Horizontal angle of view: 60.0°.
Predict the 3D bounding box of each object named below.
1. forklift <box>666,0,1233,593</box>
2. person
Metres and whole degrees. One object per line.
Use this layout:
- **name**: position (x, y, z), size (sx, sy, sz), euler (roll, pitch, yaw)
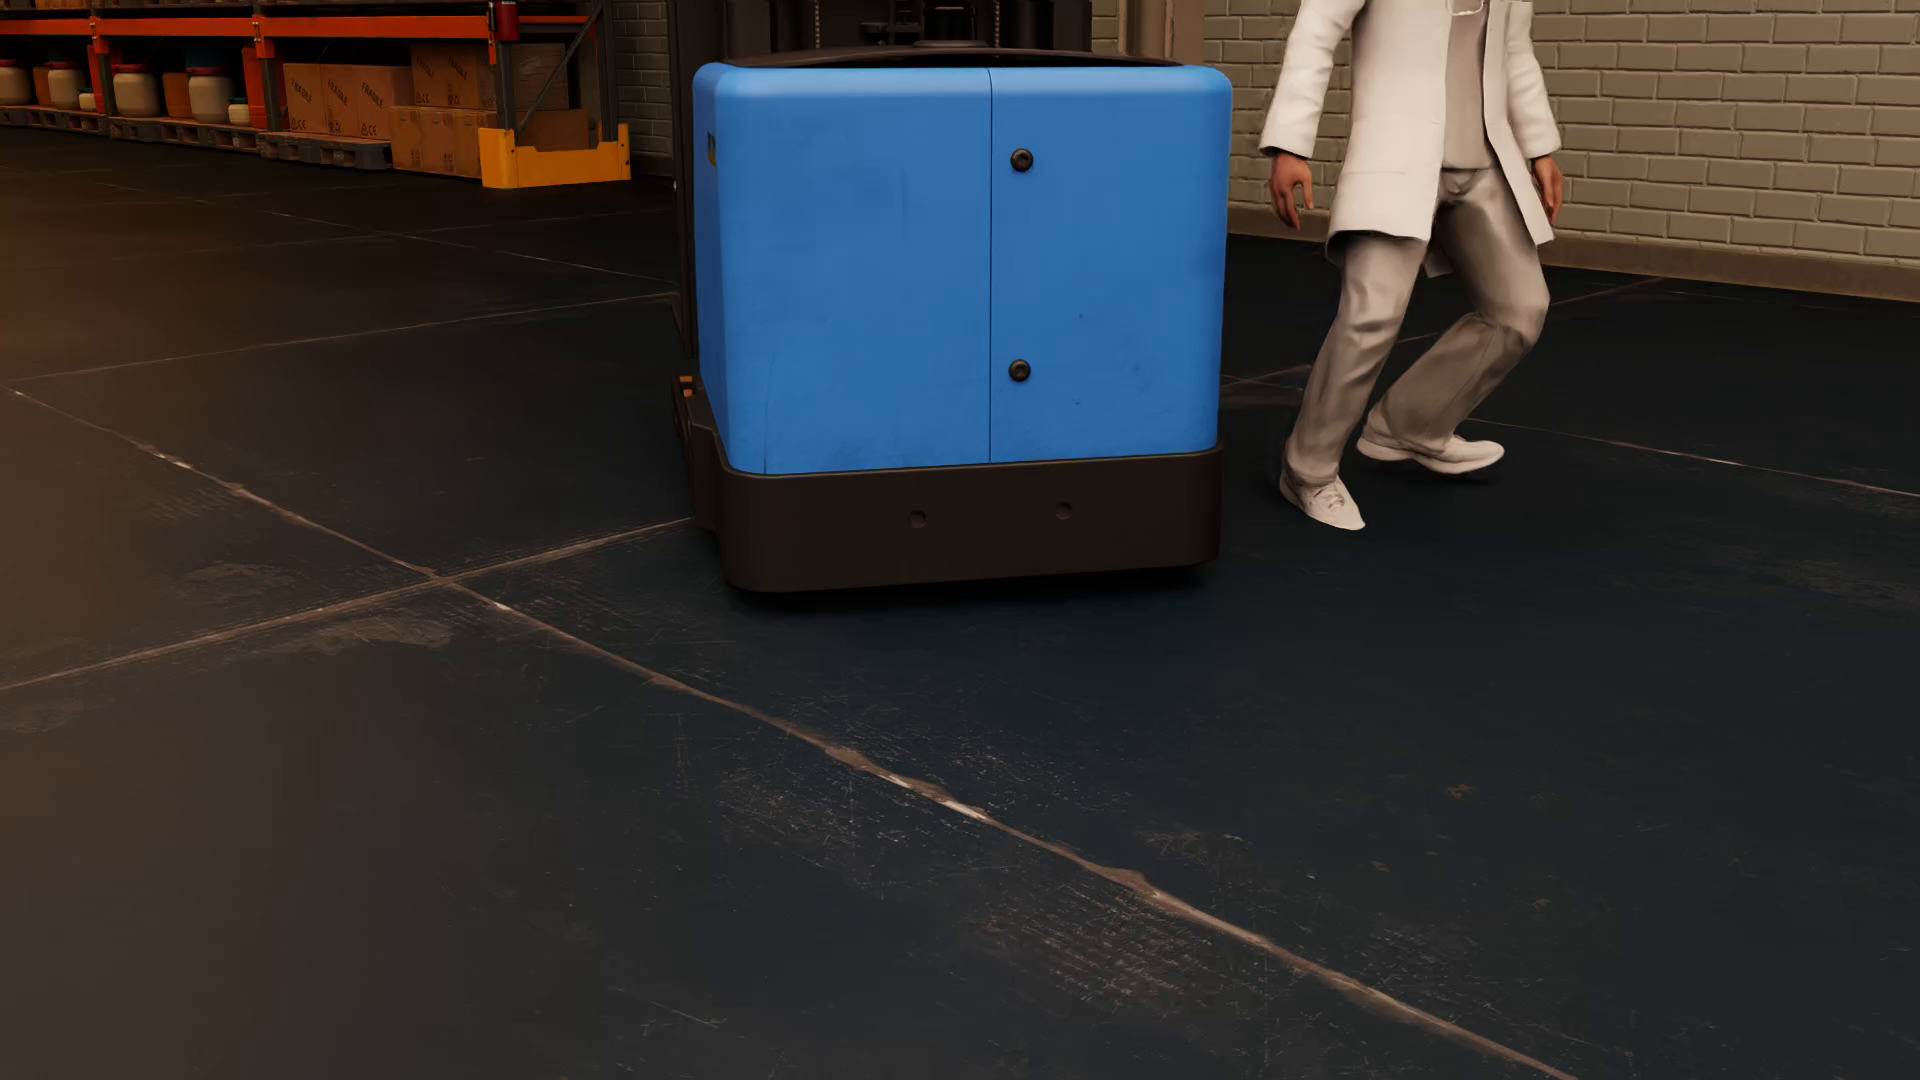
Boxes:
- **forklift**: position (-0.252, -1.688, 4.395), size (1.130, 2.935, 3.031), euler (-4, 17, -11)
- **person**: position (1.098, -0.896, 4.001), size (0.861, 1.749, 0.474), euler (-6, 18, -19)
